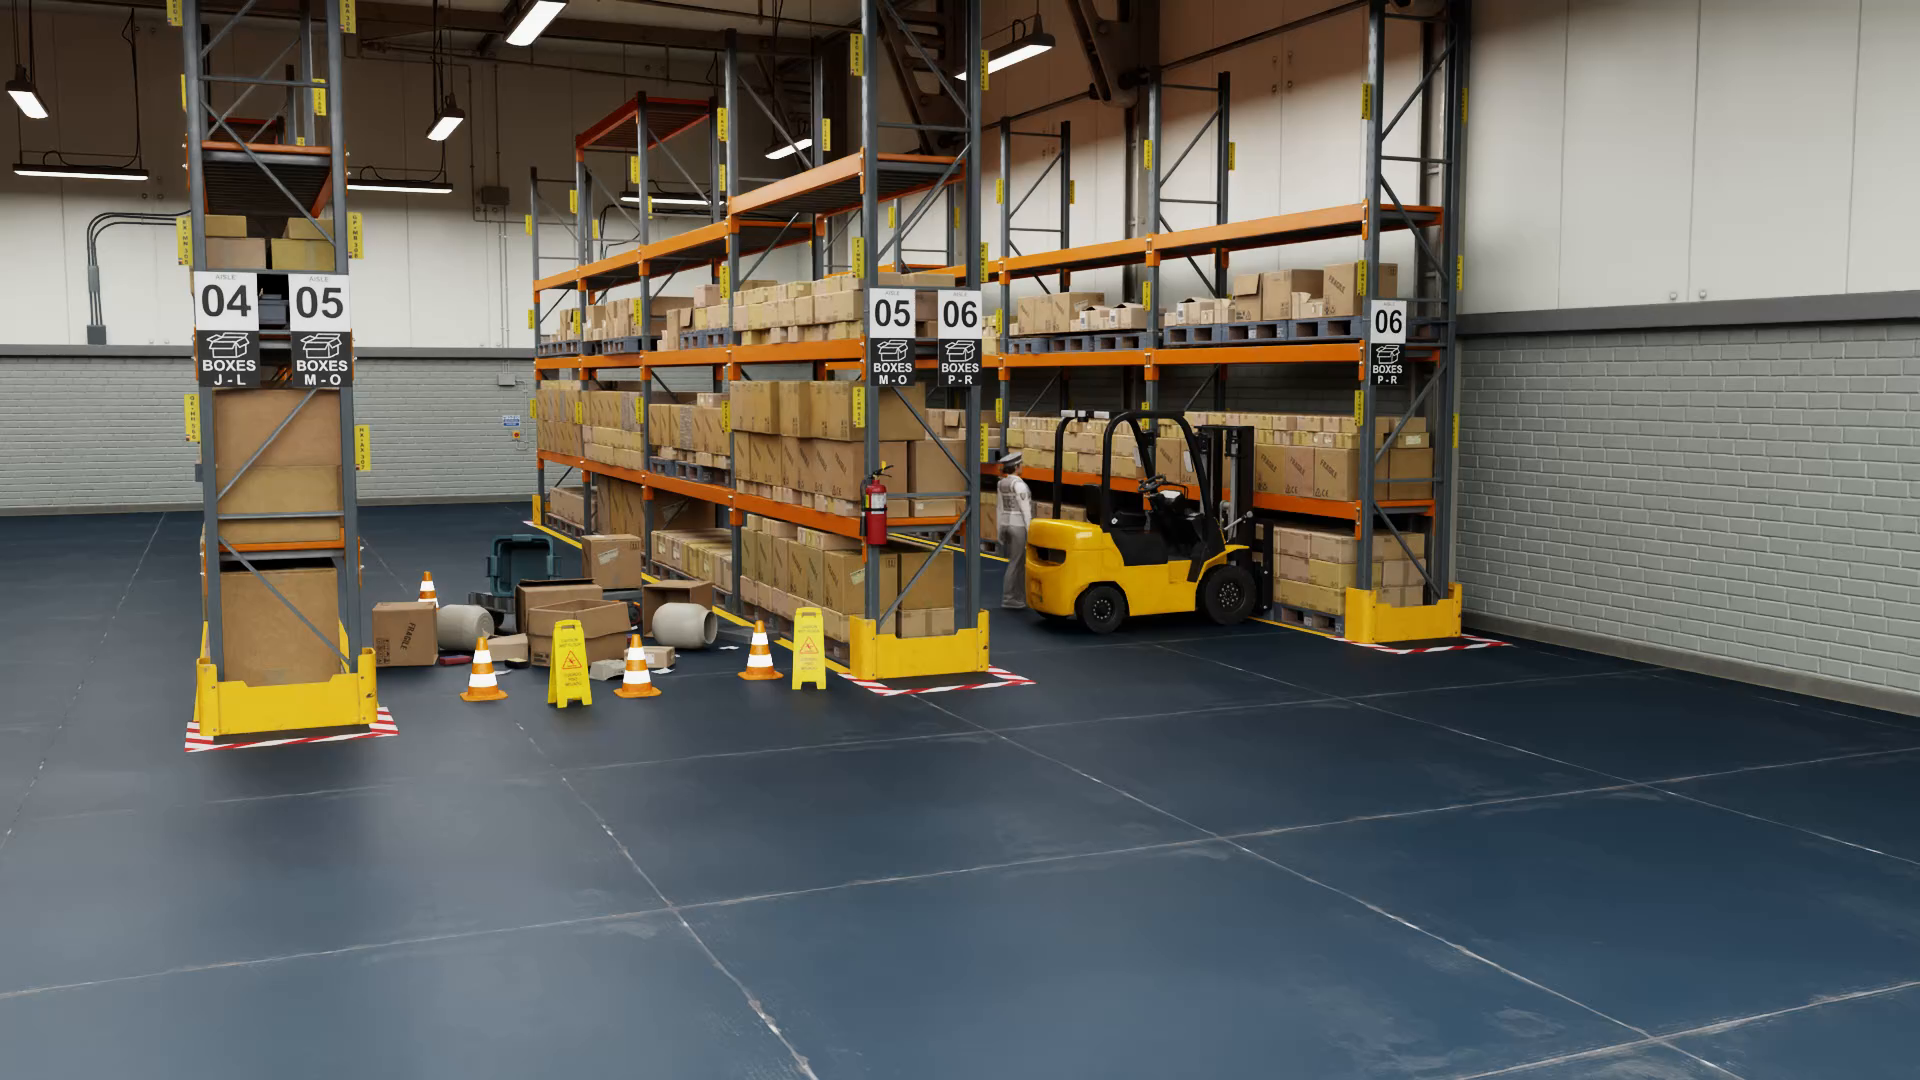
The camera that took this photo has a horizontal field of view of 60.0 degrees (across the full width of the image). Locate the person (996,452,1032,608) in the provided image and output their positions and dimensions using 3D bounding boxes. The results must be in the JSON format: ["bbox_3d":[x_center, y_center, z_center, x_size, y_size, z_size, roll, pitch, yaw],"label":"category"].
[{"bbox_3d":[0.707,-0.100,17.955,0.615,1.713,0.500,-3,6,-28],"label":"person"}]
